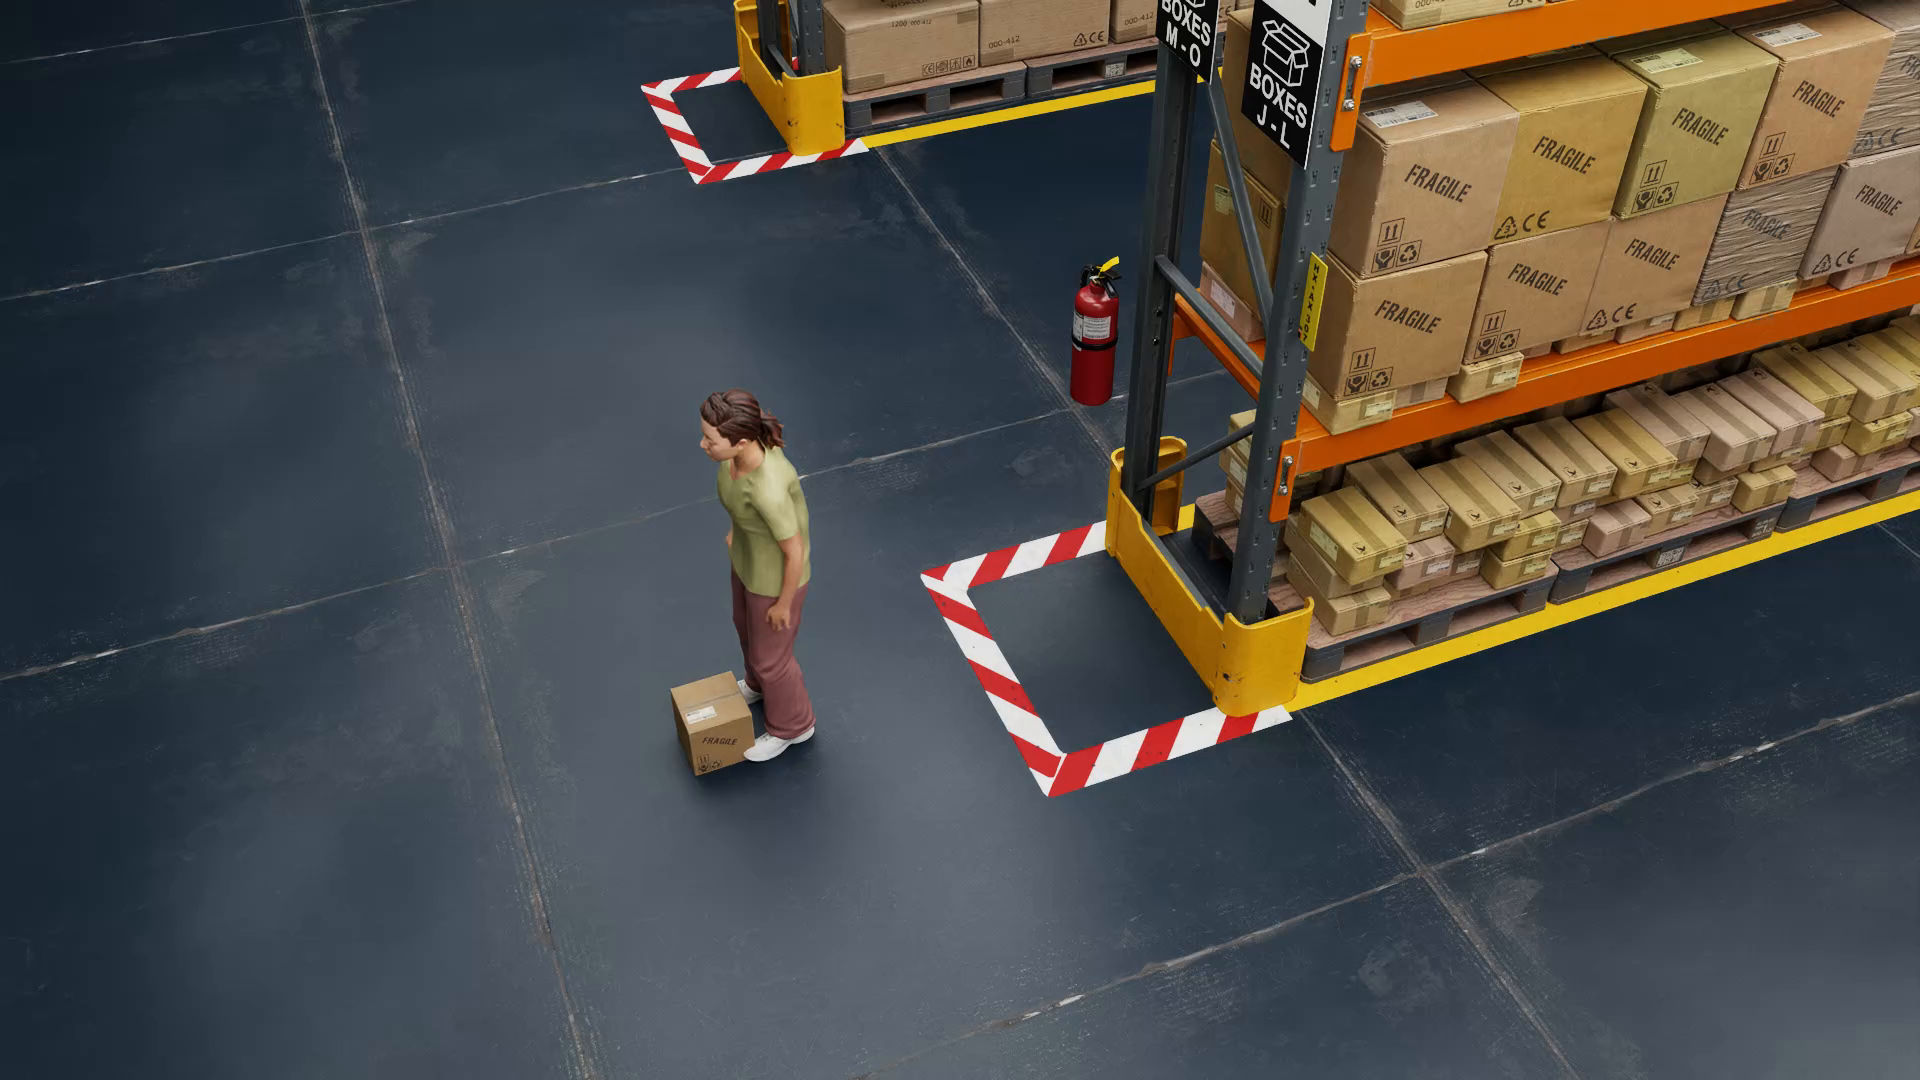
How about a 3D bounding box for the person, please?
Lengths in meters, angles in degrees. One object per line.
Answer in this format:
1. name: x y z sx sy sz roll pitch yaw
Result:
1. person: -0.727 0.116 6.031 0.357 1.673 0.520 -18 45 -19
